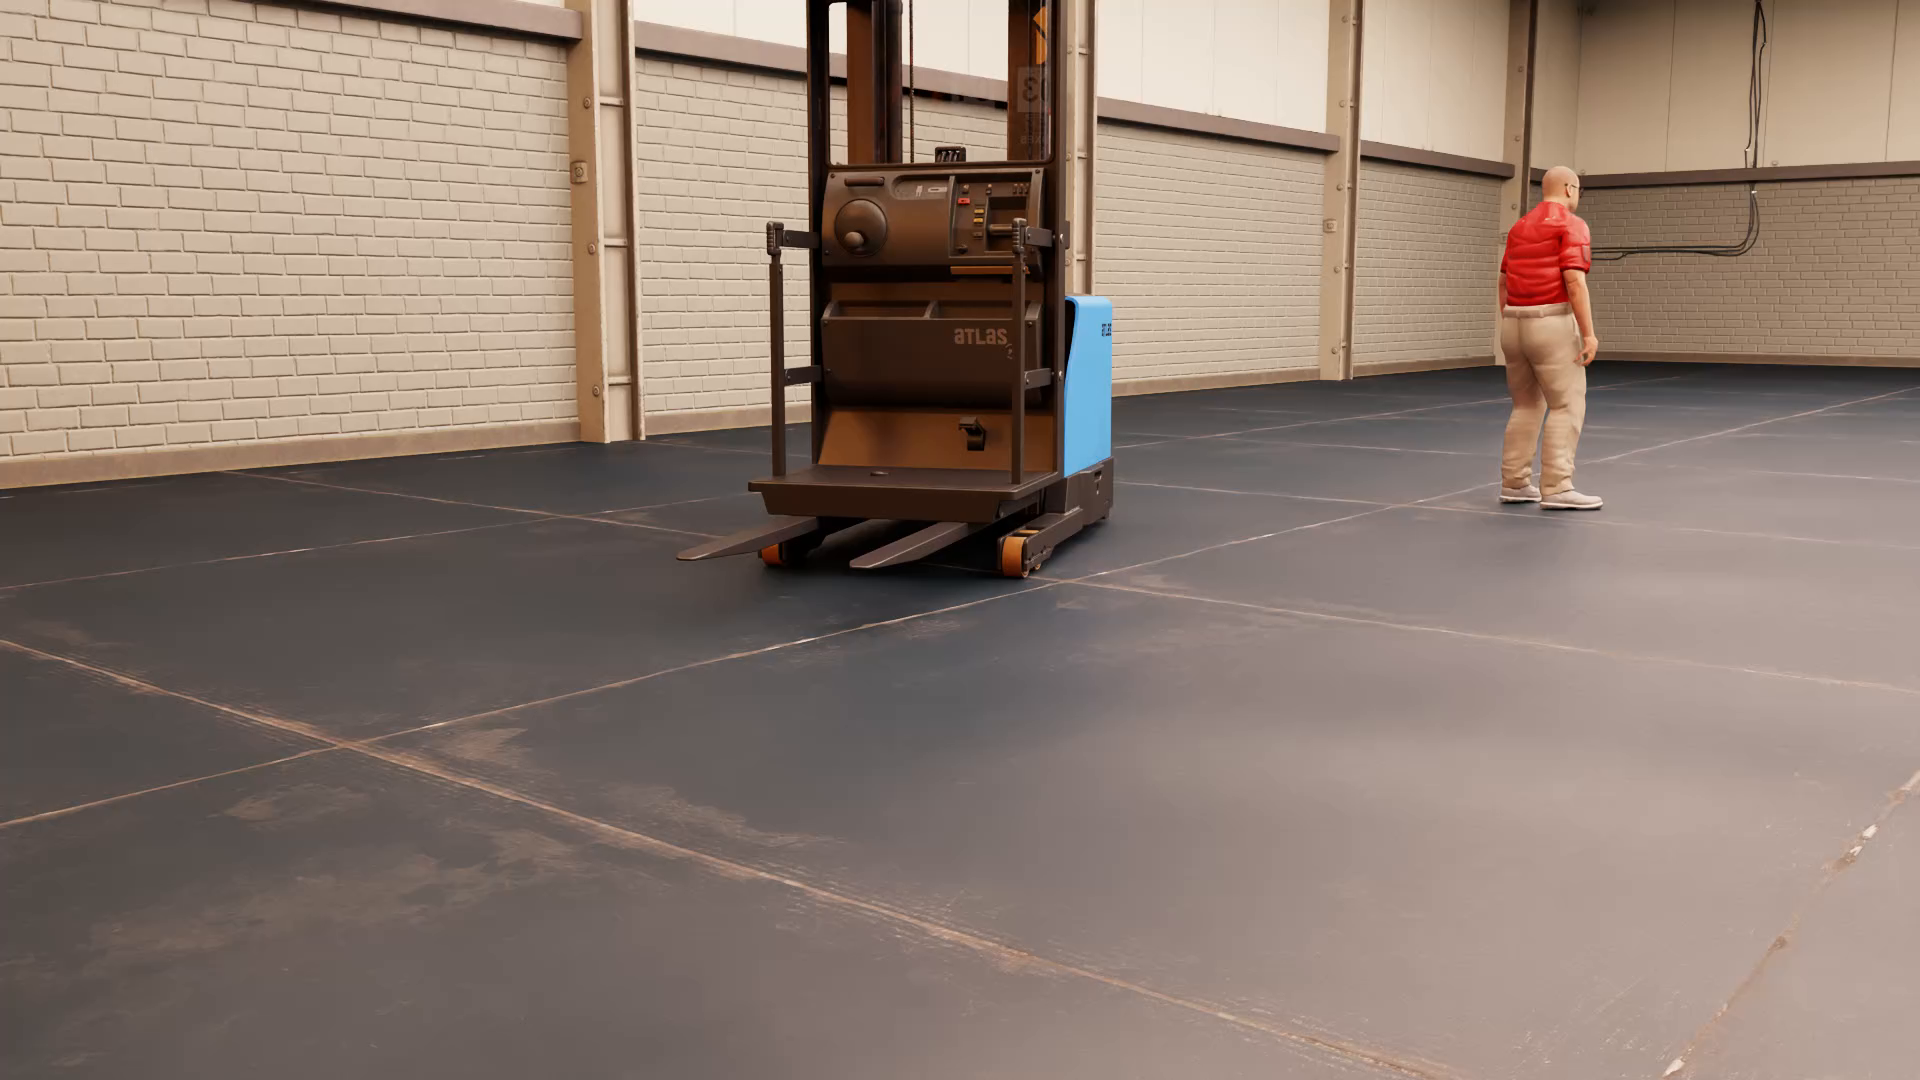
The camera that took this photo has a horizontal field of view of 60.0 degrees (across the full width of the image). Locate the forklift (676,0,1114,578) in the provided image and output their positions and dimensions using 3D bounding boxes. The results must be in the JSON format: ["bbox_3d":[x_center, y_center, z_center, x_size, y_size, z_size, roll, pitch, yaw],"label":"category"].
[{"bbox_3d":[-0.176,-1.366,6.616,1.130,2.935,3.031,3,9,17],"label":"forklift"}]

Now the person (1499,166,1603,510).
[{"bbox_3d":[3.011,-1.040,8.542,0.388,1.727,0.597,-3,9,-22],"label":"person"}]
